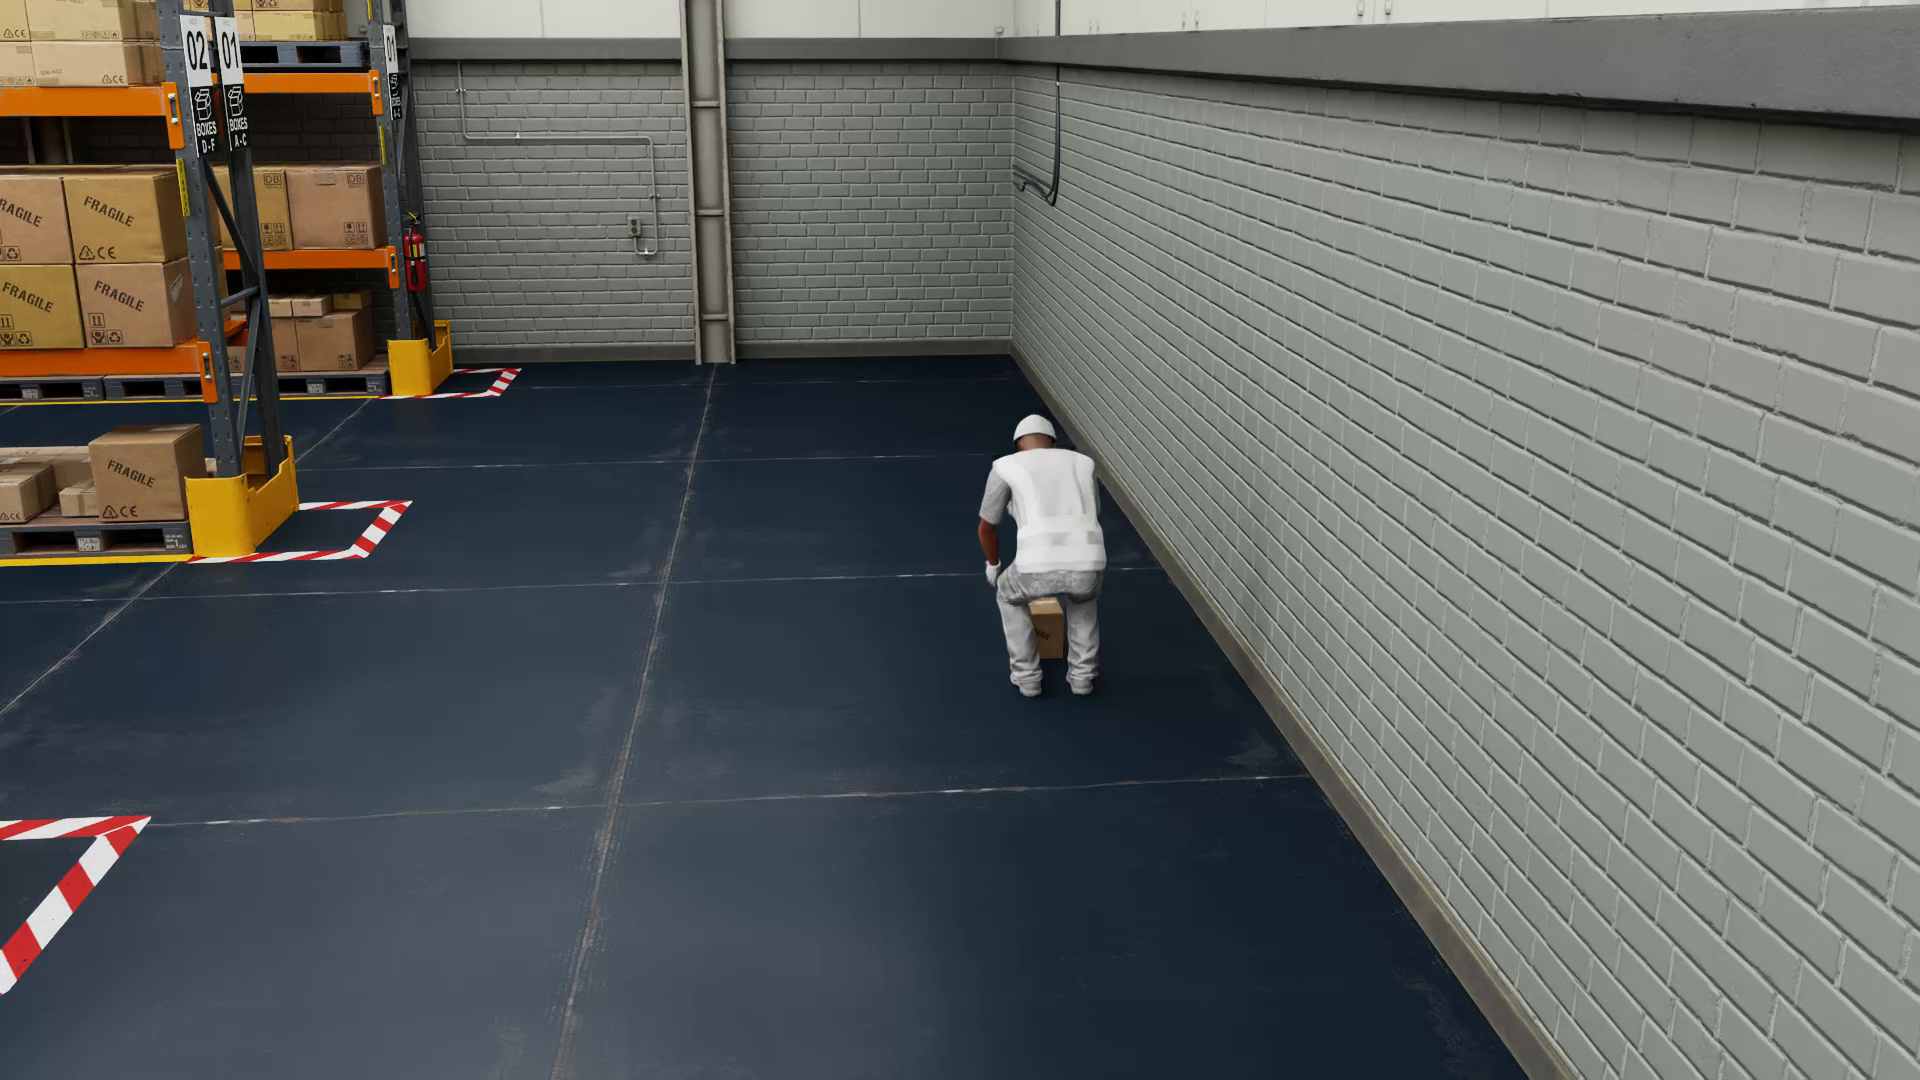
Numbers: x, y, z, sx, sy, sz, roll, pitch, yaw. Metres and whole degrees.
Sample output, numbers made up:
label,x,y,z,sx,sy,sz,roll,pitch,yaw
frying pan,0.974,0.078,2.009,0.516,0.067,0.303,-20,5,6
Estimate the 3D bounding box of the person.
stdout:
label,x,y,z,sx,sy,sz,roll,pitch,yaw
person,0.405,0.084,8.093,0.609,1.288,0.827,-2,17,-6
